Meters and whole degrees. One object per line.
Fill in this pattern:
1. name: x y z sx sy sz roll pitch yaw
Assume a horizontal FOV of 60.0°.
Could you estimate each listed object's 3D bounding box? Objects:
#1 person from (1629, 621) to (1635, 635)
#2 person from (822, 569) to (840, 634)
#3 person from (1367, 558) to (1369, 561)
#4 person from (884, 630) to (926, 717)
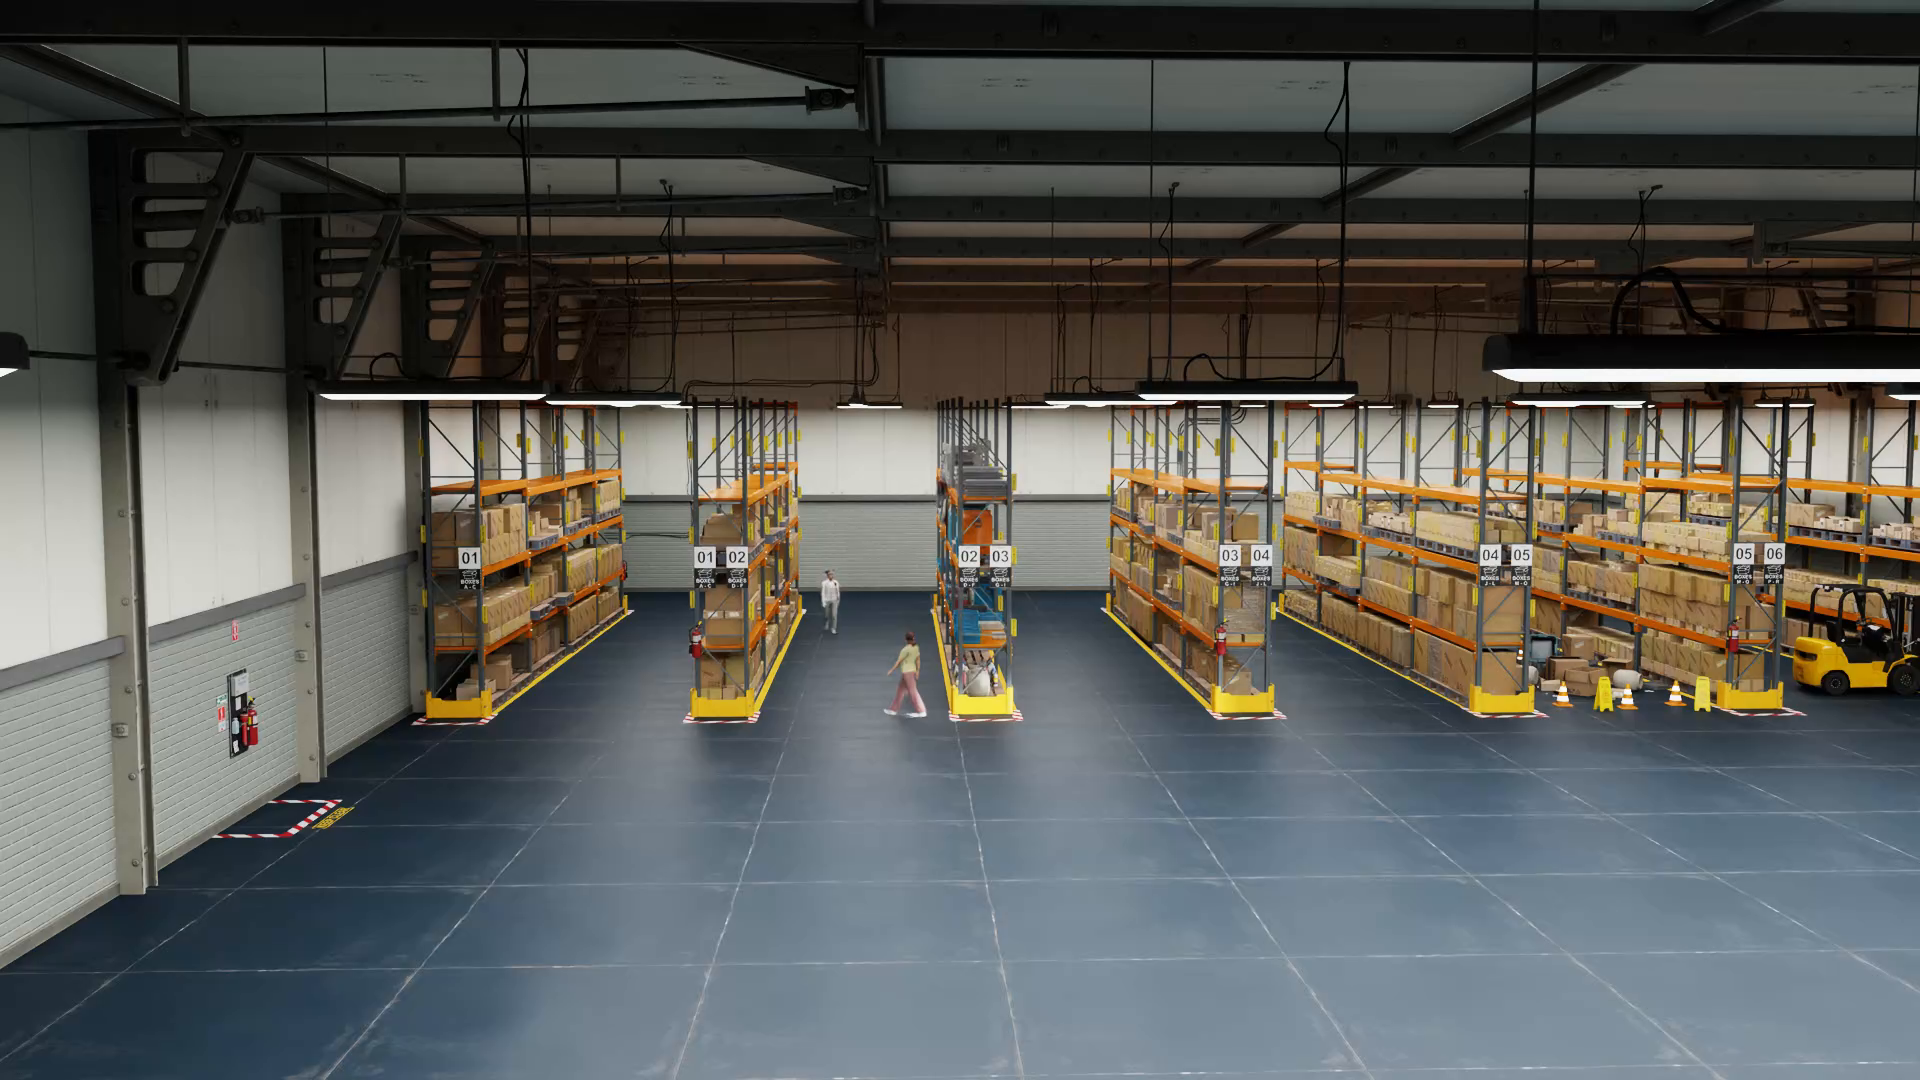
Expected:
1. person: 16.523 1.779 40.883 0.356 1.611 0.467 3 5 36
2. person: -3.331 1.568 42.932 0.478 1.656 0.707 0 4 -4
3. person: 11.354 1.335 45.960 0.357 1.684 0.494 1 5 19
4. person: -1.050 2.498 31.104 0.920 1.600 0.482 2 5 19
